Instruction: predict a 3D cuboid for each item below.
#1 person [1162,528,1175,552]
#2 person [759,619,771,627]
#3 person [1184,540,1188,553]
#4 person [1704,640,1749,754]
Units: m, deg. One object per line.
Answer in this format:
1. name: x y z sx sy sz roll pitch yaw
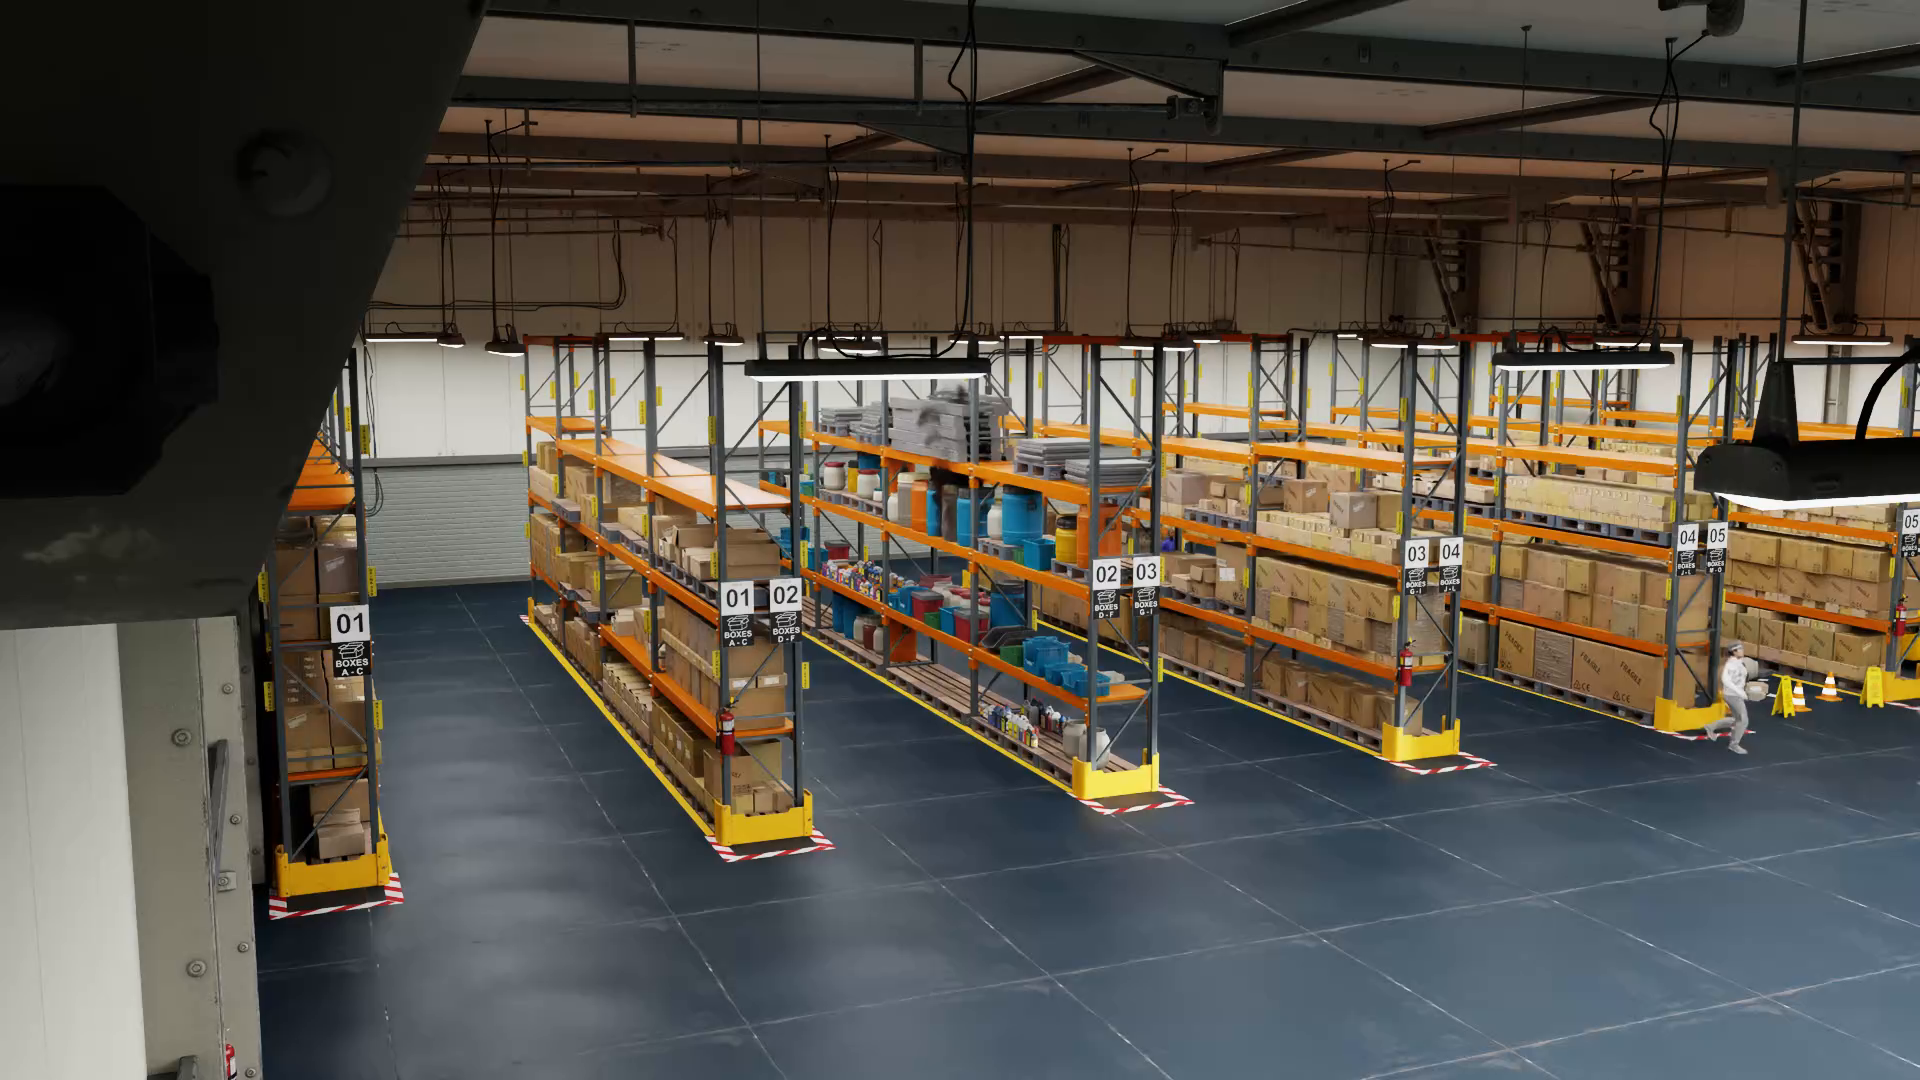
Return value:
1. person: 4.755 0.554 37.361 0.583 1.675 0.867 -3 8 -19
2. person: -3.554 1.538 29.594 0.594 1.640 0.893 -5 9 -32
3. person: 5.579 -0.081 41.816 0.638 1.750 0.707 -3 8 -20
4. person: 11.297 2.280 24.450 0.629 1.674 0.665 4 9 28
